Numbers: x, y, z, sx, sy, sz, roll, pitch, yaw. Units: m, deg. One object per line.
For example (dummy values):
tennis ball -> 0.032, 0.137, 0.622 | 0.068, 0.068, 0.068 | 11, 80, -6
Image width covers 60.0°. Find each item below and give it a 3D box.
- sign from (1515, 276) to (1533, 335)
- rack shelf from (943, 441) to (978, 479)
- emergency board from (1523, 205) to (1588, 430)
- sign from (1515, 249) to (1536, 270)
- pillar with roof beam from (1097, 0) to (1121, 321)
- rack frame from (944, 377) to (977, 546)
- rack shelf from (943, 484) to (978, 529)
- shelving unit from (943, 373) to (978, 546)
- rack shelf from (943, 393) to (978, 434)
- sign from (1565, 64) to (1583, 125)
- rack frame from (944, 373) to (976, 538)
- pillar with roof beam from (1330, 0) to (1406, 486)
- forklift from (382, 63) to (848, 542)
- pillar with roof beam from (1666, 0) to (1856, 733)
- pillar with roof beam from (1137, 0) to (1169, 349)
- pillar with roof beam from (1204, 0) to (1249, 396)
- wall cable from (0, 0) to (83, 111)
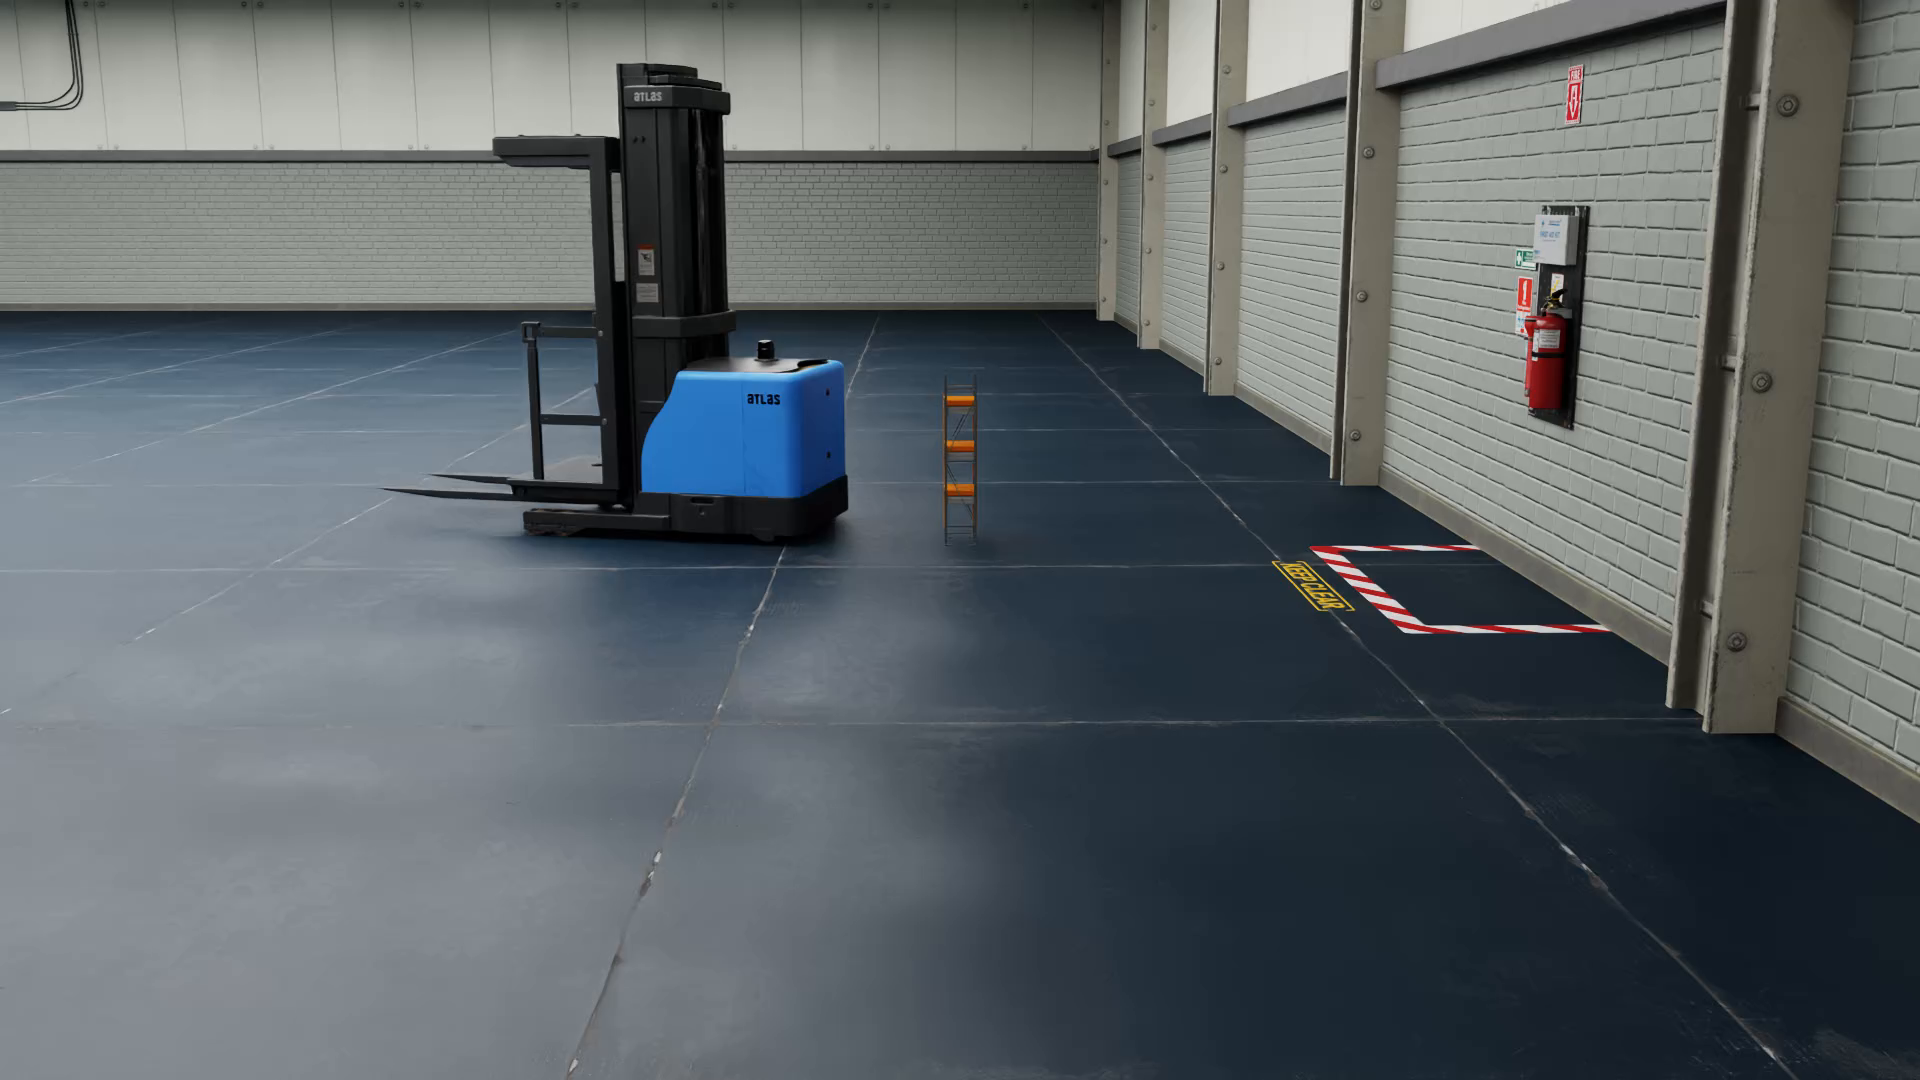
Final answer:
sign -> 3.247, -1.349, 9.573 | 0.001, 0.329, 0.234 | 0, 11, -1
rack shelf -> 0.001, -0.494, 10.404 | 0.215, 0.259, 0.240 | 0, 11, -1
emergency board -> 3.155, -1.221, 9.033 | 0.194, 1.169, 0.643 | 0, 11, -1
sign -> 3.238, -1.608, 9.516 | 0.001, 0.109, 0.331 | 0, 11, -1
pillar with roof beam -> -1.632, -8.423, 29.443 | 9.100, 9.000, 0.400 | 0, 11, -1
rack frame -> 0.004, -0.480, 10.283 | 0.200, 1.050, 0.008 | 0, 11, -1
rack shelf -> 0.001, -0.221, 10.460 | 0.215, 0.259, 0.240 | 0, 11, -1
shelving unit -> 0.001, -0.504, 10.402 | 0.215, 1.050, 0.252 | 0, 11, -1
rack shelf -> 0.001, -0.772, 10.348 | 0.215, 0.259, 0.240 | 0, 11, -1
sign -> 3.254, -2.359, 8.813 | 0.001, 0.298, 0.199 | 0, 11, -1
rack frame -> -0.001, -0.528, 10.522 | 0.200, 1.050, 0.008 | 0, 11, -1
pillar with roof beam -> -1.260, -4.845, 11.806 | 9.100, 9.000, 0.400 | 0, 11, -1
forklift -> -2.328, -1.557, 10.861 | 3.031, 2.935, 1.130 | 3, 12, 13
pillar with roof beam -> -1.136, -3.652, 5.927 | 9.100, 9.000, 0.400 | 0, 11, -1
pillar with roof beam -> -1.508, -7.230, 23.564 | 9.100, 9.000, 0.400 | 0, 11, -1
pillar with roof beam -> -1.384, -6.037, 17.685 | 9.100, 9.000, 0.400 | 0, 11, -1
wall cable -> -18.068, -10.605, 31.644 | 2.305, 6.003, 0.169 | 0, 11, -1
